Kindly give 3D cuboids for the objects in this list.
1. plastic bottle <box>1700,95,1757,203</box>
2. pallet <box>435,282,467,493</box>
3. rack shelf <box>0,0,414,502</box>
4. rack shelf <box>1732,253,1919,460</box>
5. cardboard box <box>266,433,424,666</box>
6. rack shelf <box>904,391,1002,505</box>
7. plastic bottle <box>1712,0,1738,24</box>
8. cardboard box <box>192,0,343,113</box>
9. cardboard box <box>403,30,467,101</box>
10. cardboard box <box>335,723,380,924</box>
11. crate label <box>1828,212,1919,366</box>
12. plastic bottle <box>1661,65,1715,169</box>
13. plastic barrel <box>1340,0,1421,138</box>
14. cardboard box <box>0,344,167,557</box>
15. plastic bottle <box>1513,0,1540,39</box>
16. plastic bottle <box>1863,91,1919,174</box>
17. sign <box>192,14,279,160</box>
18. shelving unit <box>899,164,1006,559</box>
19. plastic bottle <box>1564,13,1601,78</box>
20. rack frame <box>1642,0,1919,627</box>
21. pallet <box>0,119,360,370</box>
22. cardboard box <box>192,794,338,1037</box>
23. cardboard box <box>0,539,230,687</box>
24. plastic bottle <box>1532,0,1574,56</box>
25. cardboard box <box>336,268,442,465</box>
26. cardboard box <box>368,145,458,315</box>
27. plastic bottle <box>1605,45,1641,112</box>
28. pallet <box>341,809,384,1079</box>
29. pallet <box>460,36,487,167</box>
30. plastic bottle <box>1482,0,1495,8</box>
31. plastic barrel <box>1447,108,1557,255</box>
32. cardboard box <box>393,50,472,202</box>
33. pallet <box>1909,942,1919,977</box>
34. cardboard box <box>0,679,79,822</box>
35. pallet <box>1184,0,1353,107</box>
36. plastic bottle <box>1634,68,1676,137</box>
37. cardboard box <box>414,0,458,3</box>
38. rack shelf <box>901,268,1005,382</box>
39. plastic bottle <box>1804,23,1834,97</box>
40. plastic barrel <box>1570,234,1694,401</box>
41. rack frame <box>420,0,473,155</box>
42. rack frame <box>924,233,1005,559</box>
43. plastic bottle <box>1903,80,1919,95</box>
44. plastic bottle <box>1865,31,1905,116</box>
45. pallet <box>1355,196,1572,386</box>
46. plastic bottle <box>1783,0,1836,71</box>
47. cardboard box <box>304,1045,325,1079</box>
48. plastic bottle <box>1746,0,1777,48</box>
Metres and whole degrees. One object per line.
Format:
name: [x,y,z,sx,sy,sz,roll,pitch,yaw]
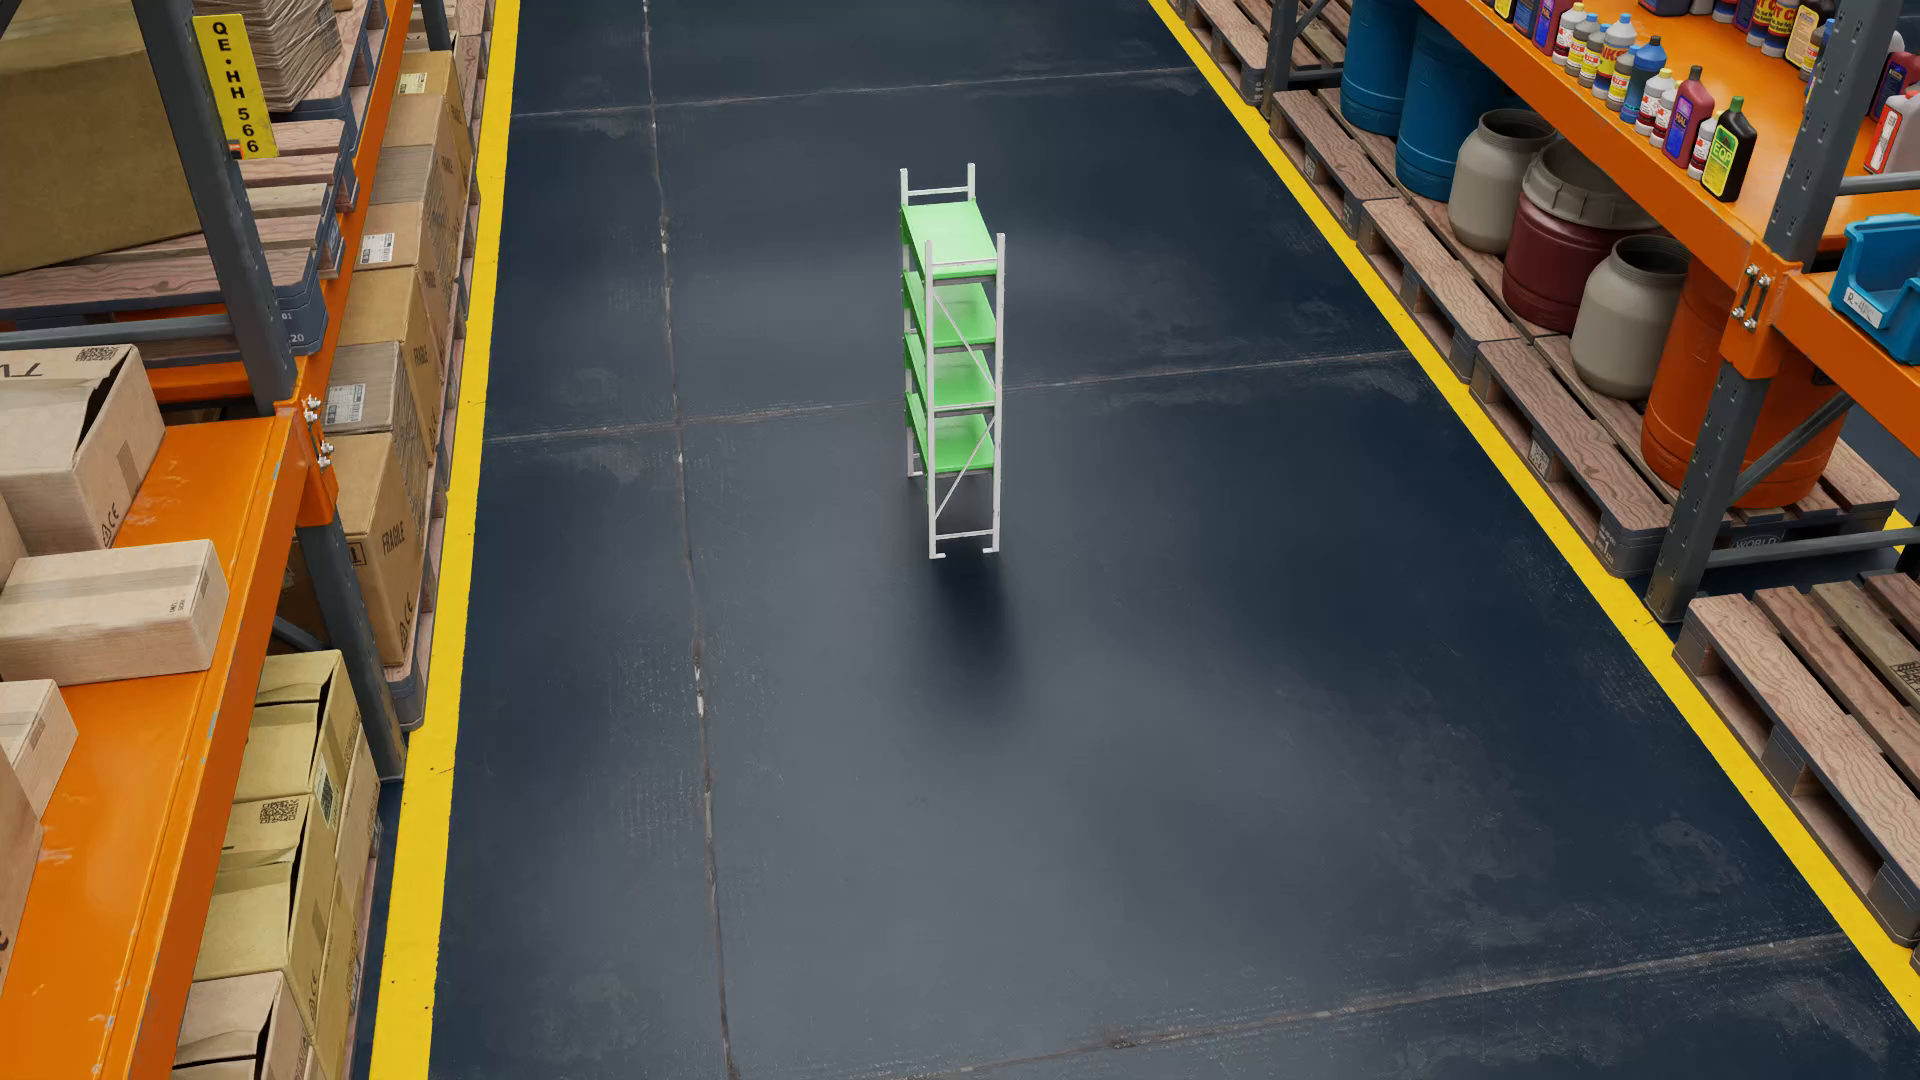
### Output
plastic bottle: [2.263,-1.148,4.878,0.061,0.283,0.133,-6,38,-8]
pallet: [-2.427,-0.554,6.292,1.003,0.211,1.213,-6,38,-8]
rack shelf: [-2.474,-1.389,5.680,1.077,0.370,4.000,-6,38,-8]
rack shelf: [3.105,0.496,3.253,1.077,0.370,4.000,-6,38,-8]
cardboard box: [-1.922,0.042,4.929,0.500,0.500,0.500,-5,38,-6]
rack shelf: [-0.029,-0.334,5.697,0.258,0.148,0.480,-6,38,-8]
plastic bottle: [2.801,-2.012,5.999,0.097,0.271,0.097,0,38,0]
cardboard box: [-2.317,-1.612,4.956,0.700,0.500,0.500,0,38,1]
cardboard box: [-2.685,-2.270,8.060,0.500,0.311,0.500,-6,38,-8]
cardboard box: [-1.791,0.746,4.243,0.500,0.250,0.500,-5,38,-7]
crate label: [2.459,-0.635,4.259,0.303,0.233,0.416,-6,38,-8]
plastic bottle: [2.223,-1.288,5.058,0.061,0.283,0.133,-6,38,-8]
plastic barrel: [2.131,-2.419,7.786,0.600,0.901,0.708,-6,38,-8]
cardboard box: [-2.103,-0.206,3.643,0.500,0.311,0.500,-4,38,-5]
plastic bottle: [2.076,-1.966,5.876,0.144,0.351,0.185,-6,38,-8]
plastic bottle: [2.847,-1.227,4.985,0.152,0.276,0.135,-6,38,-8]
sign: [-1.577,-0.984,3.628,0.100,0.325,0.005,-6,38,-8]
shelving unit: [-0.029,-0.574,5.511,0.258,1.200,0.503,-6,38,-8]
plastic bottle: [2.118,-1.680,5.629,0.097,0.201,0.097,0,38,0]
rack frame: [2.754,-0.996,4.587,1.000,3.000,0.127,-6,38,-8]
pallet: [-2.311,-0.791,4.480,1.213,0.211,1.003,-6,38,-8]
cardboard box: [-1.691,0.836,3.670,0.500,0.311,0.500,-7,38,-9]
cardboard box: [-1.694,0.147,3.320,0.380,0.149,0.250,-6,38,-8]
plastic bottle: [2.063,-1.839,5.767,0.061,0.283,0.133,-6,38,-8]
cardboard box: [-2.102,-0.577,5.726,0.500,0.500,0.500,-7,38,-9]
cardboard box: [-2.290,-1.198,6.526,0.500,0.500,0.500,-6,38,-7]
plastic bottle: [2.169,-1.503,5.402,0.097,0.201,0.097,0,38,0]
pallet: [-2.017,1.137,4.114,1.003,0.211,1.213,-6,38,-8]
pallet: [-2.944,-2.195,8.404,1.003,0.211,1.213,-6,38,-8]
plastic bottle: [2.020,-2.158,6.123,0.144,0.351,0.185,-6,38,-8]
plastic barrel: [2.266,-1.486,6.904,0.421,0.512,0.421,0,38,0]
cardboard box: [-2.456,-1.801,7.302,0.500,0.500,0.500,-6,38,-8]
pallet: [3.062,1.313,3.888,1.003,0.211,1.213,-6,38,-8]
cardboard box: [-1.844,0.398,2.997,0.380,0.149,0.250,-4,38,-5]
pallet: [1.886,-2.751,9.119,1.003,0.211,1.213,-6,38,-8]
plastic bottle: [2.203,-1.386,5.251,0.097,0.201,0.097,0,38,0]
cardboard box: [-3.159,-3.203,9.105,0.797,0.503,0.637,-6,38,-8]
rack shelf: [-0.029,-0.713,5.403,0.258,0.148,0.480,-6,38,-8]
plastic bottle: [2.862,-1.587,5.453,0.097,0.271,0.097,0,38,0]
plastic barrel: [2.464,-0.804,6.026,0.421,0.512,0.421,0,38,0]
rack frame: [-2.825,-2.881,7.014,1.000,3.000,0.127,-6,38,-8]
rack frame: [0.014,-0.426,5.321,0.240,1.200,0.015,-6,38,-8]
plastic bottle: [2.986,-1.345,5.199,0.097,0.201,0.097,0,38,0]
plastic bottle: [2.915,-1.522,5.366,0.152,0.276,0.135,-6,38,-8]
pallet: [2.364,-1.102,6.996,1.003,0.211,1.213,-6,38,-8]
plastic bottle: [2.896,-1.751,5.653,0.061,0.283,0.133,-6,38,-8]
cardboard box: [-1.612,1.361,3.452,0.500,0.250,0.500,-5,38,-7]
plastic bottle: [2.841,-1.872,5.820,0.097,0.271,0.097,0,38,0]
